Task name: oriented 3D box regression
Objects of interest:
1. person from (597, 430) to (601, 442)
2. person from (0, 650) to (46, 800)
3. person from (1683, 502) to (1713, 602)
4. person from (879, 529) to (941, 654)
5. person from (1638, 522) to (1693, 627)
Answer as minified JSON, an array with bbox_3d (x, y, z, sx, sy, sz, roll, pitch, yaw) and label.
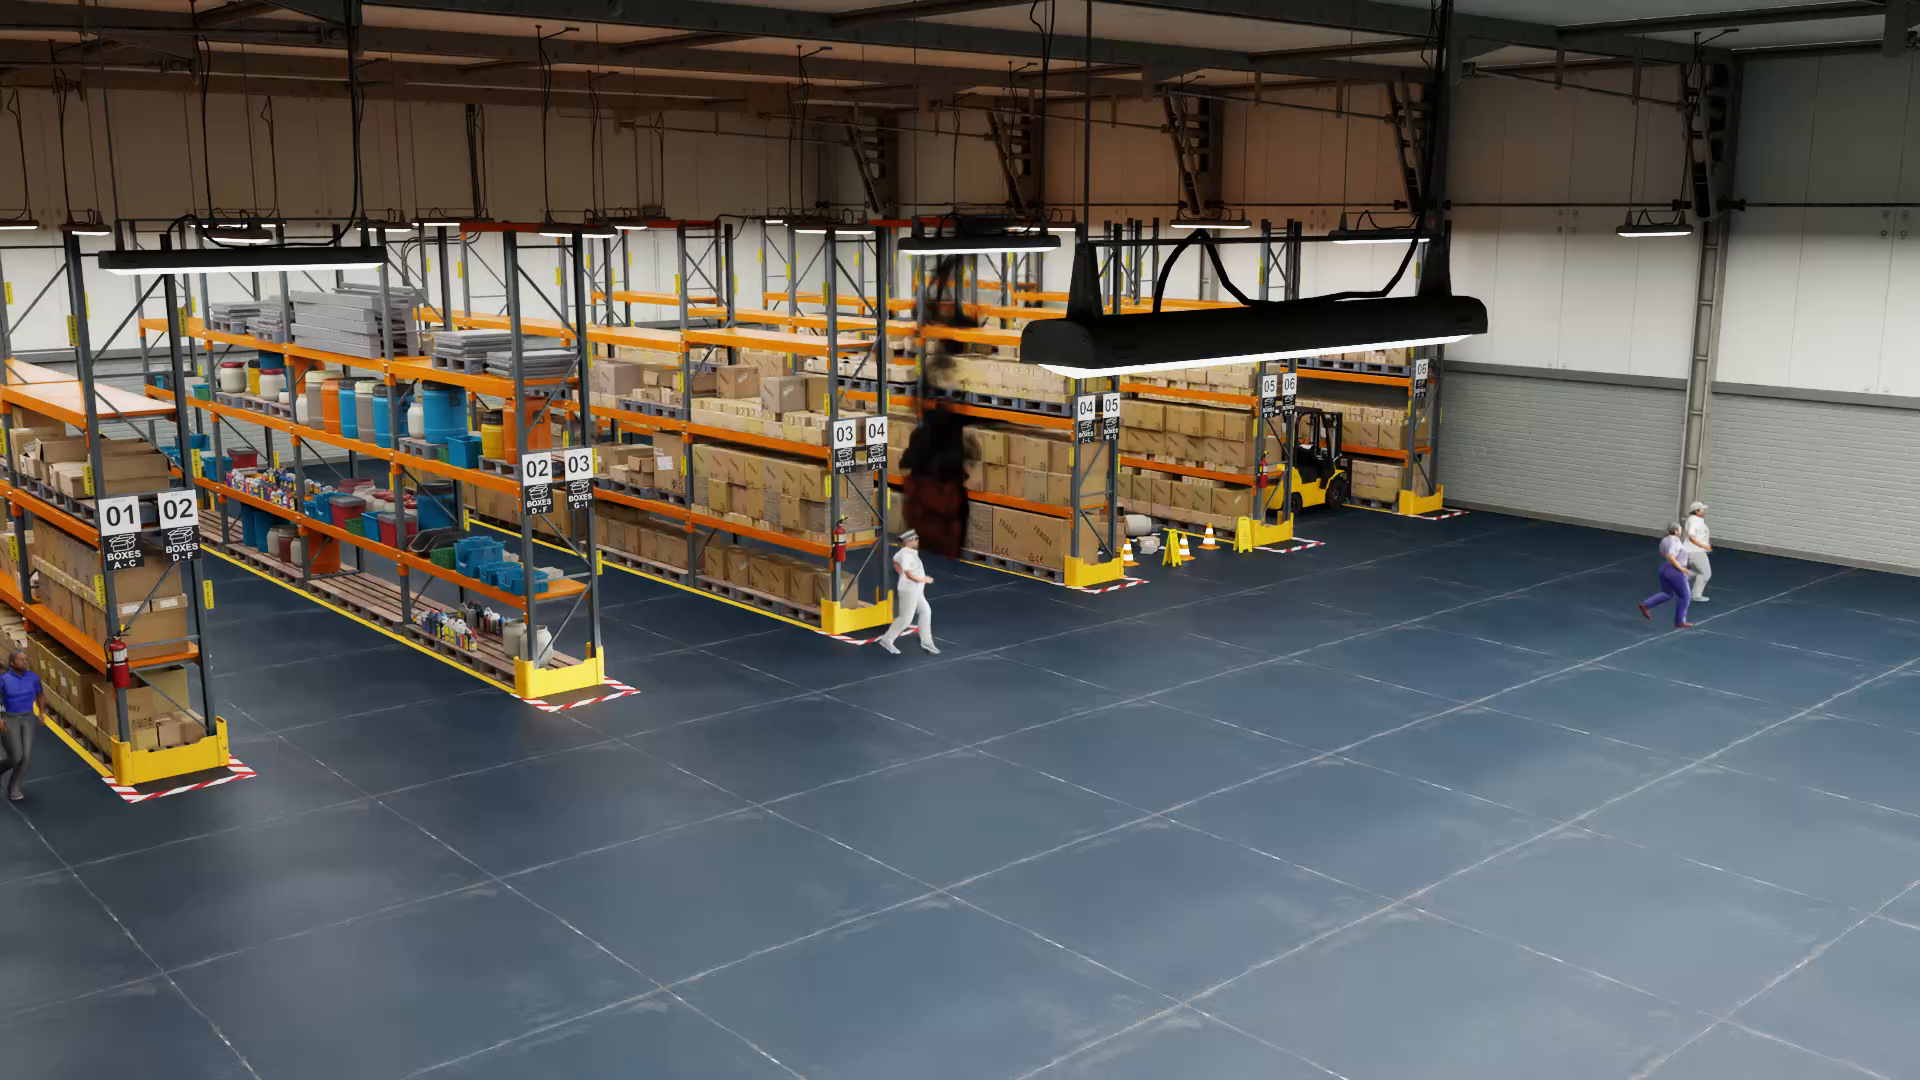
[{"bbox_3d":[-8.479,-2.044,37.650,0.722,1.750,0.680,-8,14,-33],"label":"person"},{"bbox_3d":[-10.205,1.976,18.034,0.536,1.600,0.612,7,13,32],"label":"person"},{"bbox_3d":[11.845,0.180,26.884,0.629,1.617,0.609,3,12,14],"label":"person"},{"bbox_3d":[-0.709,0.747,23.738,0.885,1.812,0.703,0,11,0],"label":"person"},{"bbox_3d":[10.769,0.522,25.201,0.813,1.612,0.620,-1,11,-3],"label":"person"}]
